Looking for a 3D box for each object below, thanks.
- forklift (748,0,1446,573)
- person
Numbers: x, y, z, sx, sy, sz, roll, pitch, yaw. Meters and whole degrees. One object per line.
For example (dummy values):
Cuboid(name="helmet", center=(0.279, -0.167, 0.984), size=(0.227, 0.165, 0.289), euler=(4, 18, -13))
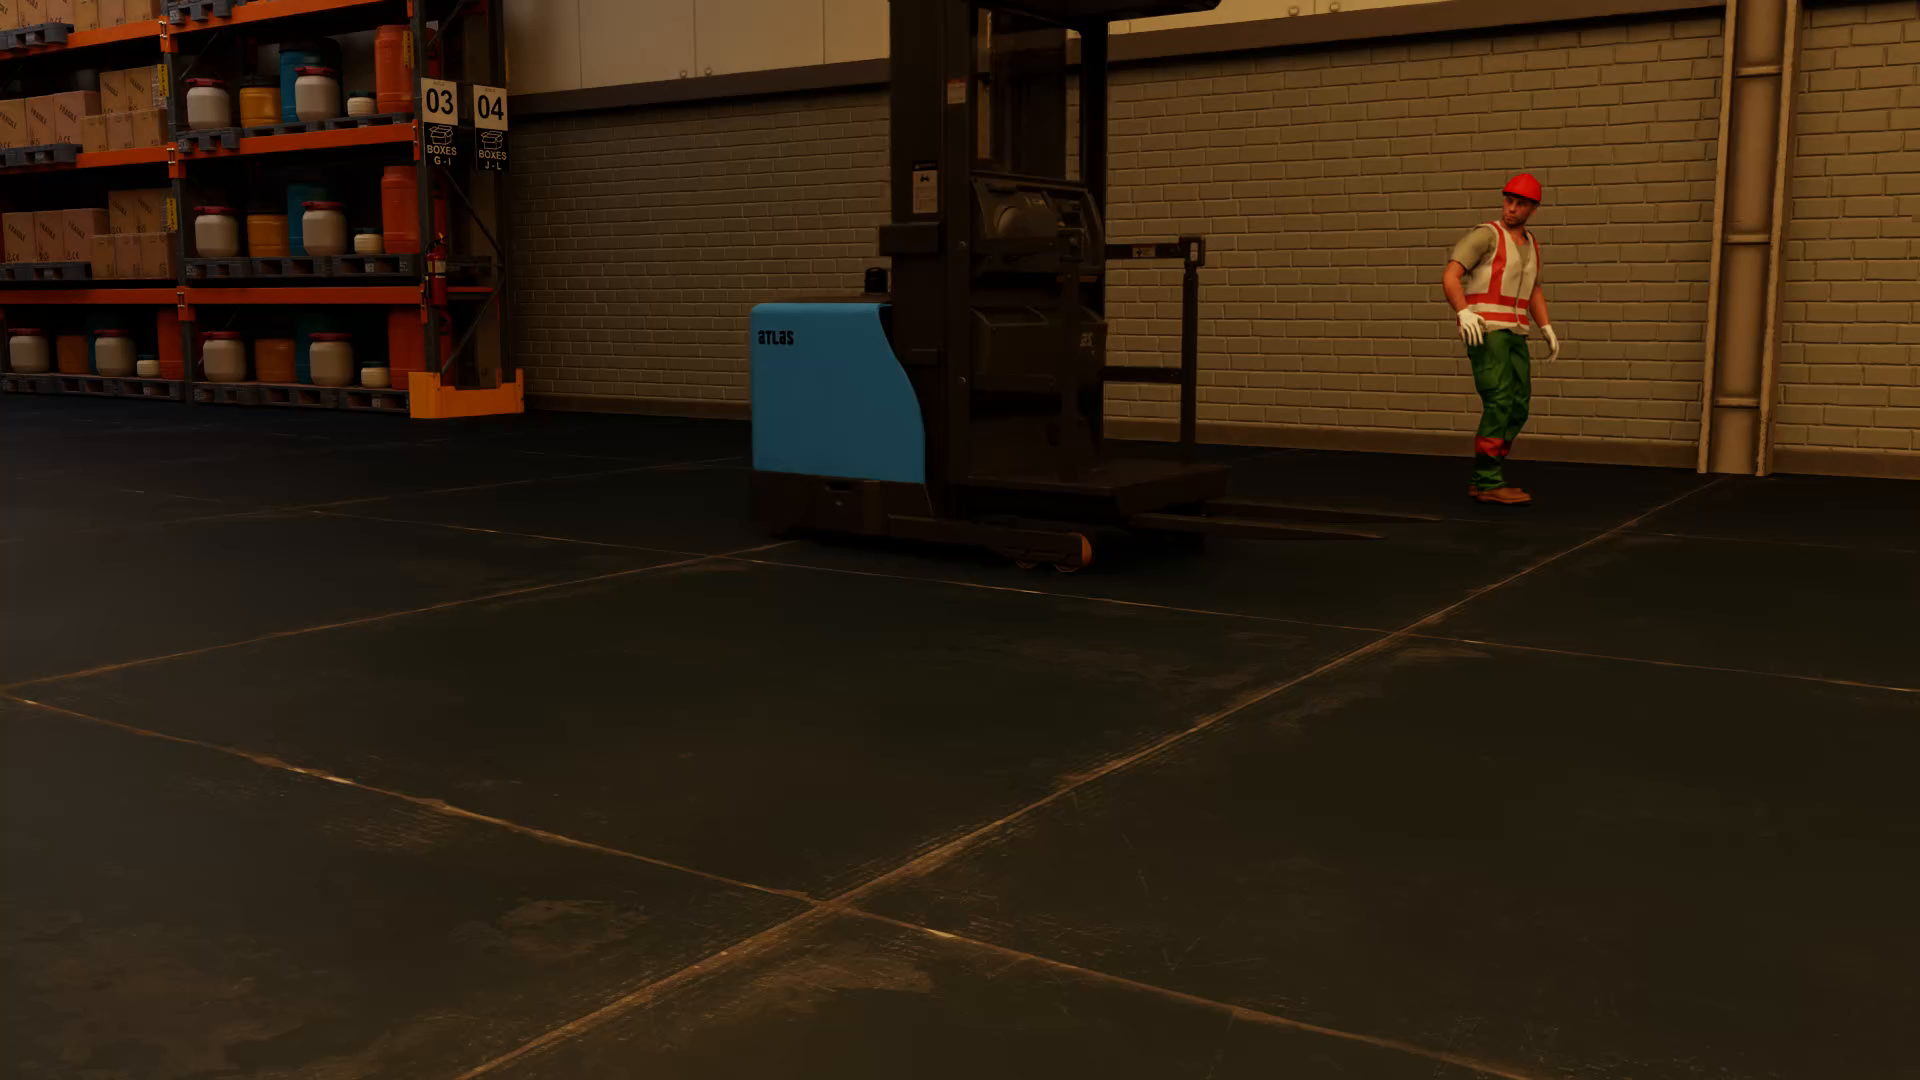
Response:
Cuboid(name="forklift", center=(0.512, -1.402, 7.050), size=(3.031, 2.935, 1.130), euler=(6, 10, 36))
Cuboid(name="person", center=(2.990, -1.089, 9.011), size=(0.757, 1.761, 0.506), euler=(-6, 10, -38))
